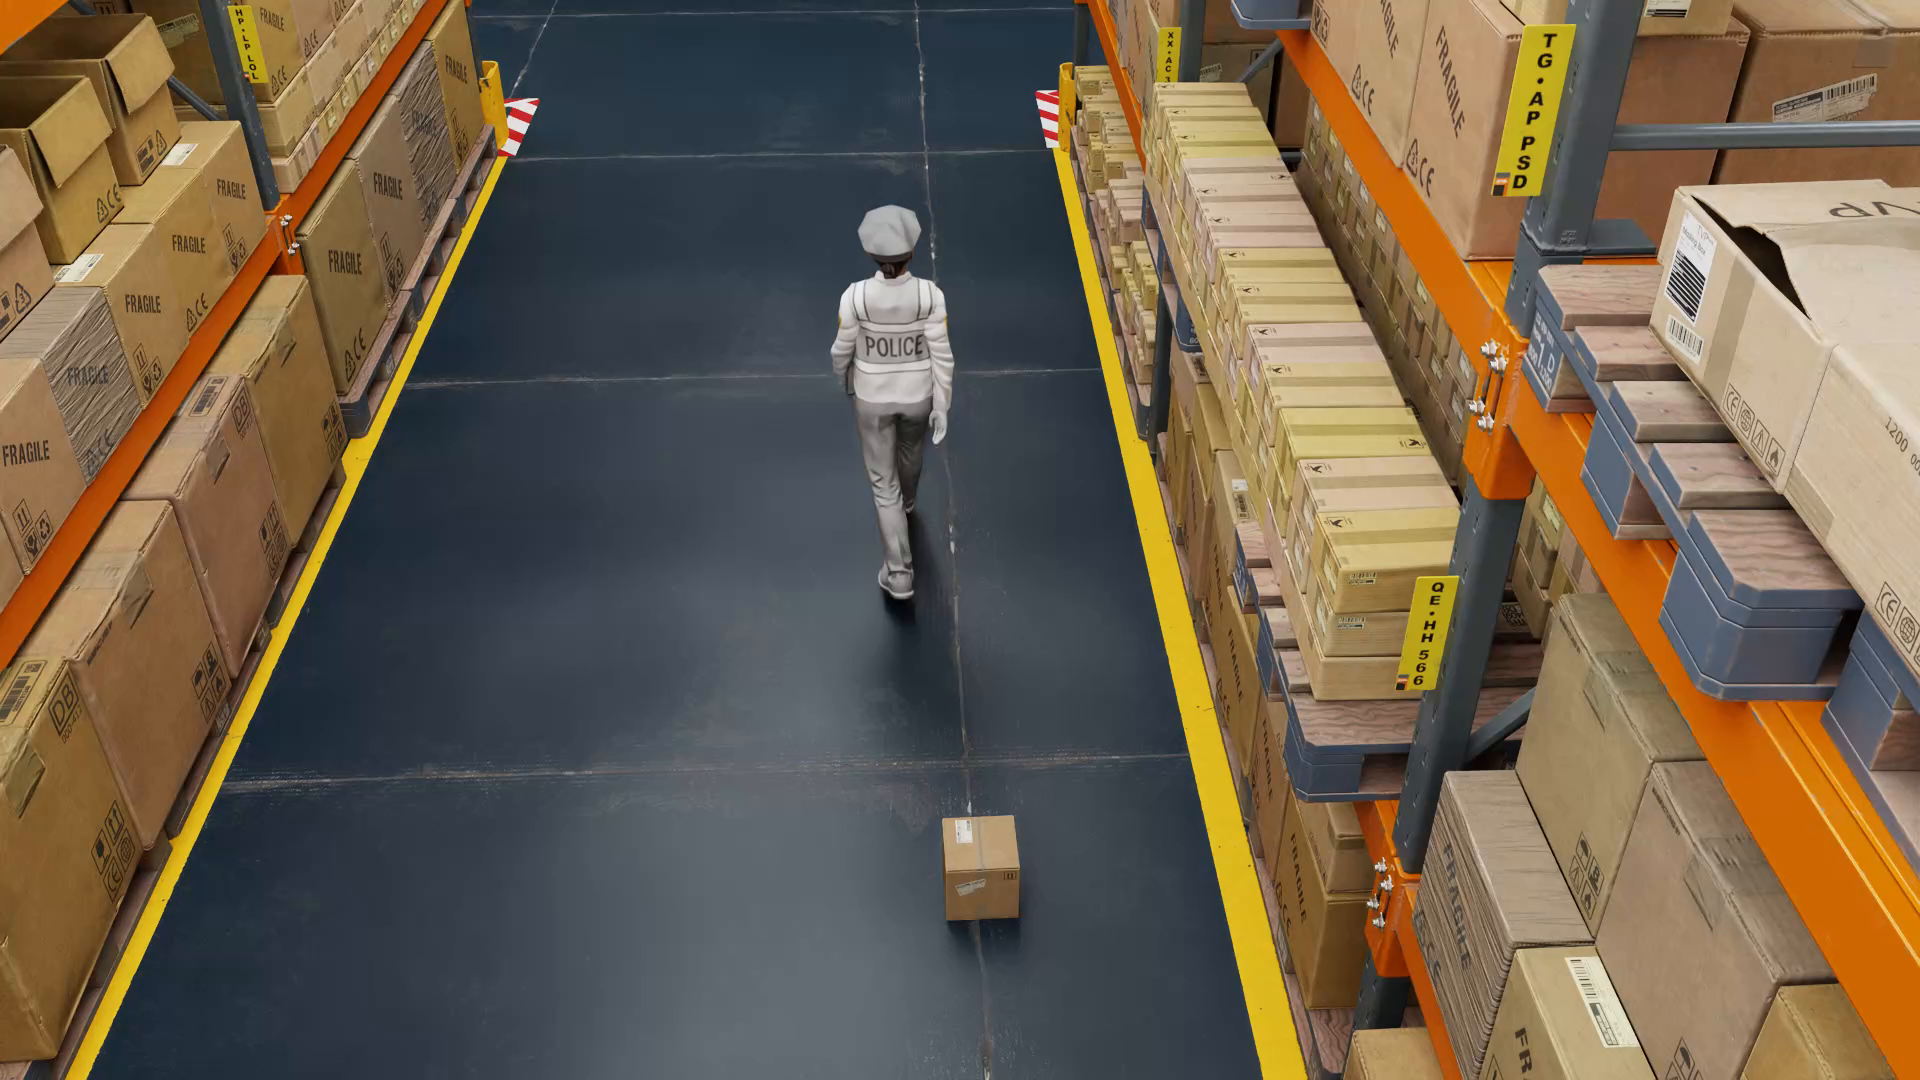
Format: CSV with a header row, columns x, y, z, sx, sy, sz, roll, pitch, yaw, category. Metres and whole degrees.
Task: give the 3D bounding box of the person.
x,y,z,sx,sy,sz,roll,pitch,yaw,category
-0.292,-0.644,7.014,0.490,1.630,1.028,-7,36,-9,person
